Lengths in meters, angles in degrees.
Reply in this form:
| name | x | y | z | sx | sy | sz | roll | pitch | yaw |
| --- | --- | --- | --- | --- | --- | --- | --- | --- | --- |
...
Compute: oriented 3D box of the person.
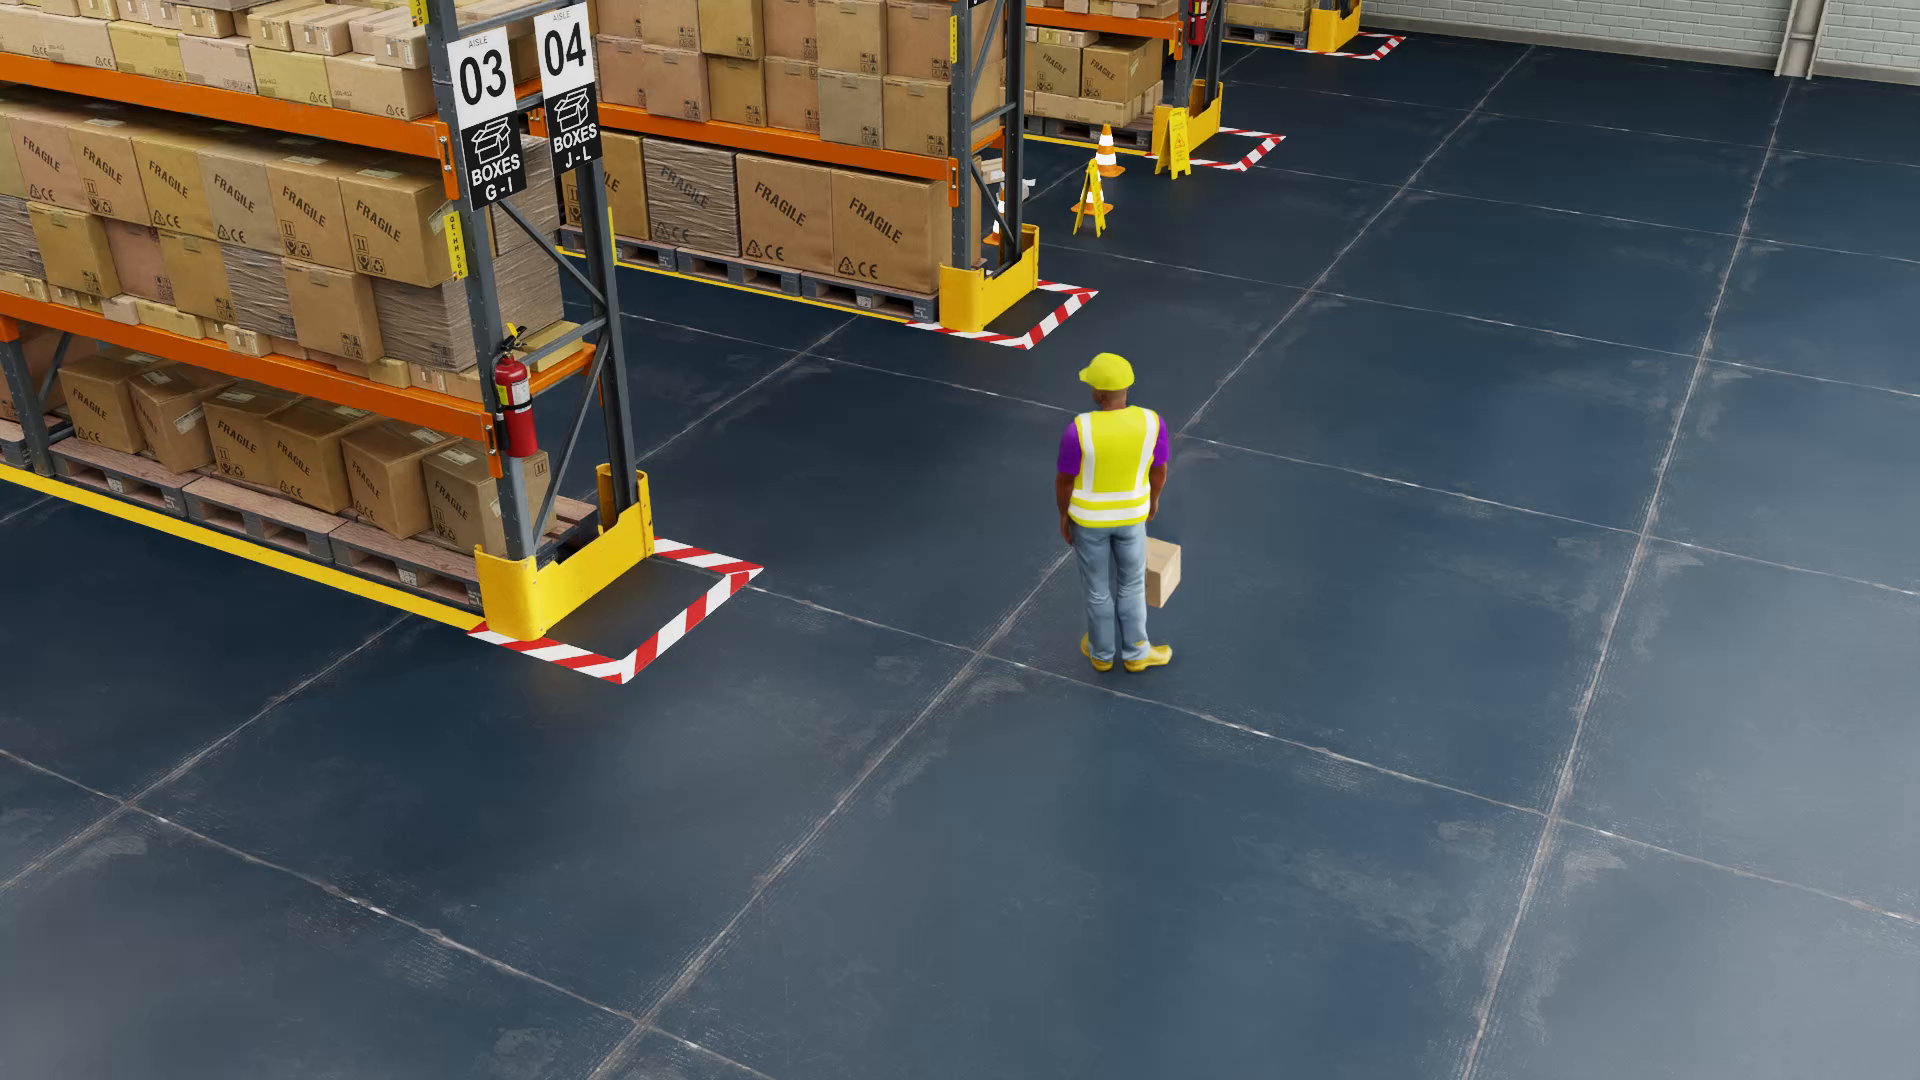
| name | x | y | z | sx | sy | sz | roll | pitch | yaw |
| --- | --- | --- | --- | --- | --- | --- | --- | --- | --- |
| person | 0.801 | -0.146 | 8.488 | 0.671 | 1.768 | 0.396 | -4 | 30 | -6 |
